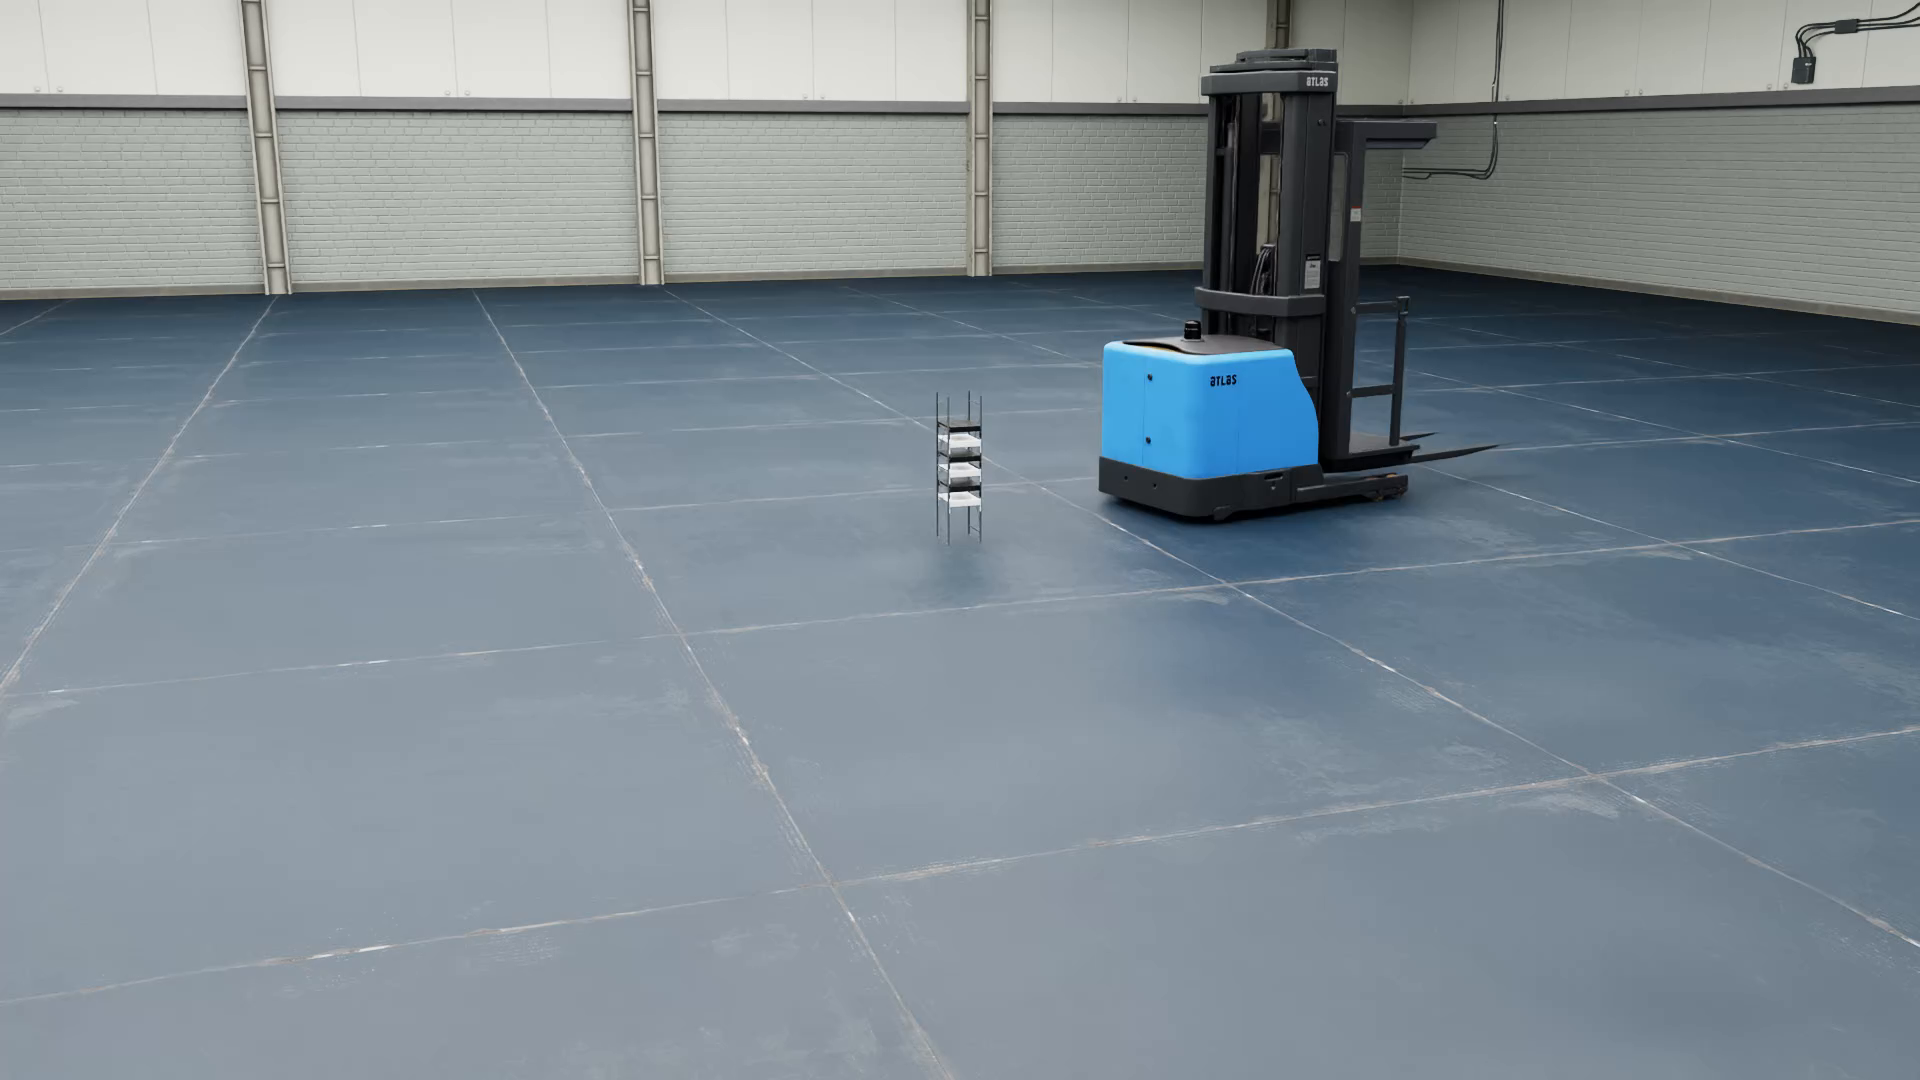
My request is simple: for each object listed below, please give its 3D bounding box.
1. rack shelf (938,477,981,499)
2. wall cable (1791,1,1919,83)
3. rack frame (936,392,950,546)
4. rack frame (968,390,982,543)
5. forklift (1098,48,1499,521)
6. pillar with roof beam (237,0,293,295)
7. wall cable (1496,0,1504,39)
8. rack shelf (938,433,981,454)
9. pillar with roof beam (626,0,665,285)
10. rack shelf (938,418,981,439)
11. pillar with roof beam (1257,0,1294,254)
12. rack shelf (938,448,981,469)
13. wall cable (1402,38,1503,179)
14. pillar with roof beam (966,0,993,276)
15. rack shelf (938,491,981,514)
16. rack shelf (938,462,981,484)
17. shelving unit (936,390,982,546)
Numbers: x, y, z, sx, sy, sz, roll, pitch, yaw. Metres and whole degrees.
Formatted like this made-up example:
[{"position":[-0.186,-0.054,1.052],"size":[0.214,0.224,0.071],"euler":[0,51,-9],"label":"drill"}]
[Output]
[{"position":[-0.008,-0.317,10.065],"size":[0.200,0.077,0.258],"euler":[-4,14,-18],"label":"rack shelf"},{"position":[12.266,-9.194,22.001],"size":[0.169,6.003,2.305],"euler":[-4,14,-18],"label":"wall cable"},{"position":[-0.104,-0.430,10.005],"size":[0.006,0.900,0.240],"euler":[-4,14,-18],"label":"rack frame"},{"position":[0.089,-0.445,10.068],"size":[0.006,0.900,0.240],"euler":[-4,14,-18],"label":"rack frame"},{"position":[2.459,-1.781,11.295],"size":[3.031,2.935,1.130],"euler":[-8,16,-31],"label":"forklift"},{"position":[-9.647,-7.423,21.904],"size":[0.400,9.000,9.100],"euler":[-4,14,-18],"label":"pillar with roof beam"},{"position":[10.116,-9.976,28.434],"size":[0.112,2.526,3.097],"euler":[-4,14,-18],"label":"wall cable"},{"position":[-0.008,-0.580,10.002],"size":[0.200,0.077,0.258],"euler":[-4,14,-18],"label":"rack shelf"},{"position":[-3.961,-7.866,23.766],"size":[0.400,9.000,9.100],"euler":[-4,14,-18],"label":"pillar with roof beam"},{"position":[-0.008,-0.667,9.981],"size":[0.200,0.077,0.258],"euler":[-4,14,-18],"label":"rack shelf"},{"position":[7.413,-8.752,27.489],"size":[0.400,9.000,9.100],"euler":[-4,14,-18],"label":"pillar with roof beam"},{"position":[-0.008,-0.492,10.023],"size":[0.200,0.077,0.258],"euler":[-4,14,-18],"label":"rack shelf"},{"position":[9.254,-8.113,31.513],"size":[0.112,2.526,3.097],"euler":[-4,14,-18],"label":"wall cable"},{"position":[1.726,-8.309,25.627],"size":[0.400,9.000,9.100],"euler":[-4,14,-18],"label":"pillar with roof beam"},{"position":[-0.008,-0.230,10.086],"size":[0.200,0.077,0.258],"euler":[-4,14,-18],"label":"rack shelf"},{"position":[-0.008,-0.405,10.044],"size":[0.200,0.077,0.258],"euler":[-4,14,-18],"label":"rack shelf"},{"position":[-0.008,-0.437,10.036],"size":[0.210,0.900,0.258],"euler":[-4,14,-18],"label":"shelving unit"}]
